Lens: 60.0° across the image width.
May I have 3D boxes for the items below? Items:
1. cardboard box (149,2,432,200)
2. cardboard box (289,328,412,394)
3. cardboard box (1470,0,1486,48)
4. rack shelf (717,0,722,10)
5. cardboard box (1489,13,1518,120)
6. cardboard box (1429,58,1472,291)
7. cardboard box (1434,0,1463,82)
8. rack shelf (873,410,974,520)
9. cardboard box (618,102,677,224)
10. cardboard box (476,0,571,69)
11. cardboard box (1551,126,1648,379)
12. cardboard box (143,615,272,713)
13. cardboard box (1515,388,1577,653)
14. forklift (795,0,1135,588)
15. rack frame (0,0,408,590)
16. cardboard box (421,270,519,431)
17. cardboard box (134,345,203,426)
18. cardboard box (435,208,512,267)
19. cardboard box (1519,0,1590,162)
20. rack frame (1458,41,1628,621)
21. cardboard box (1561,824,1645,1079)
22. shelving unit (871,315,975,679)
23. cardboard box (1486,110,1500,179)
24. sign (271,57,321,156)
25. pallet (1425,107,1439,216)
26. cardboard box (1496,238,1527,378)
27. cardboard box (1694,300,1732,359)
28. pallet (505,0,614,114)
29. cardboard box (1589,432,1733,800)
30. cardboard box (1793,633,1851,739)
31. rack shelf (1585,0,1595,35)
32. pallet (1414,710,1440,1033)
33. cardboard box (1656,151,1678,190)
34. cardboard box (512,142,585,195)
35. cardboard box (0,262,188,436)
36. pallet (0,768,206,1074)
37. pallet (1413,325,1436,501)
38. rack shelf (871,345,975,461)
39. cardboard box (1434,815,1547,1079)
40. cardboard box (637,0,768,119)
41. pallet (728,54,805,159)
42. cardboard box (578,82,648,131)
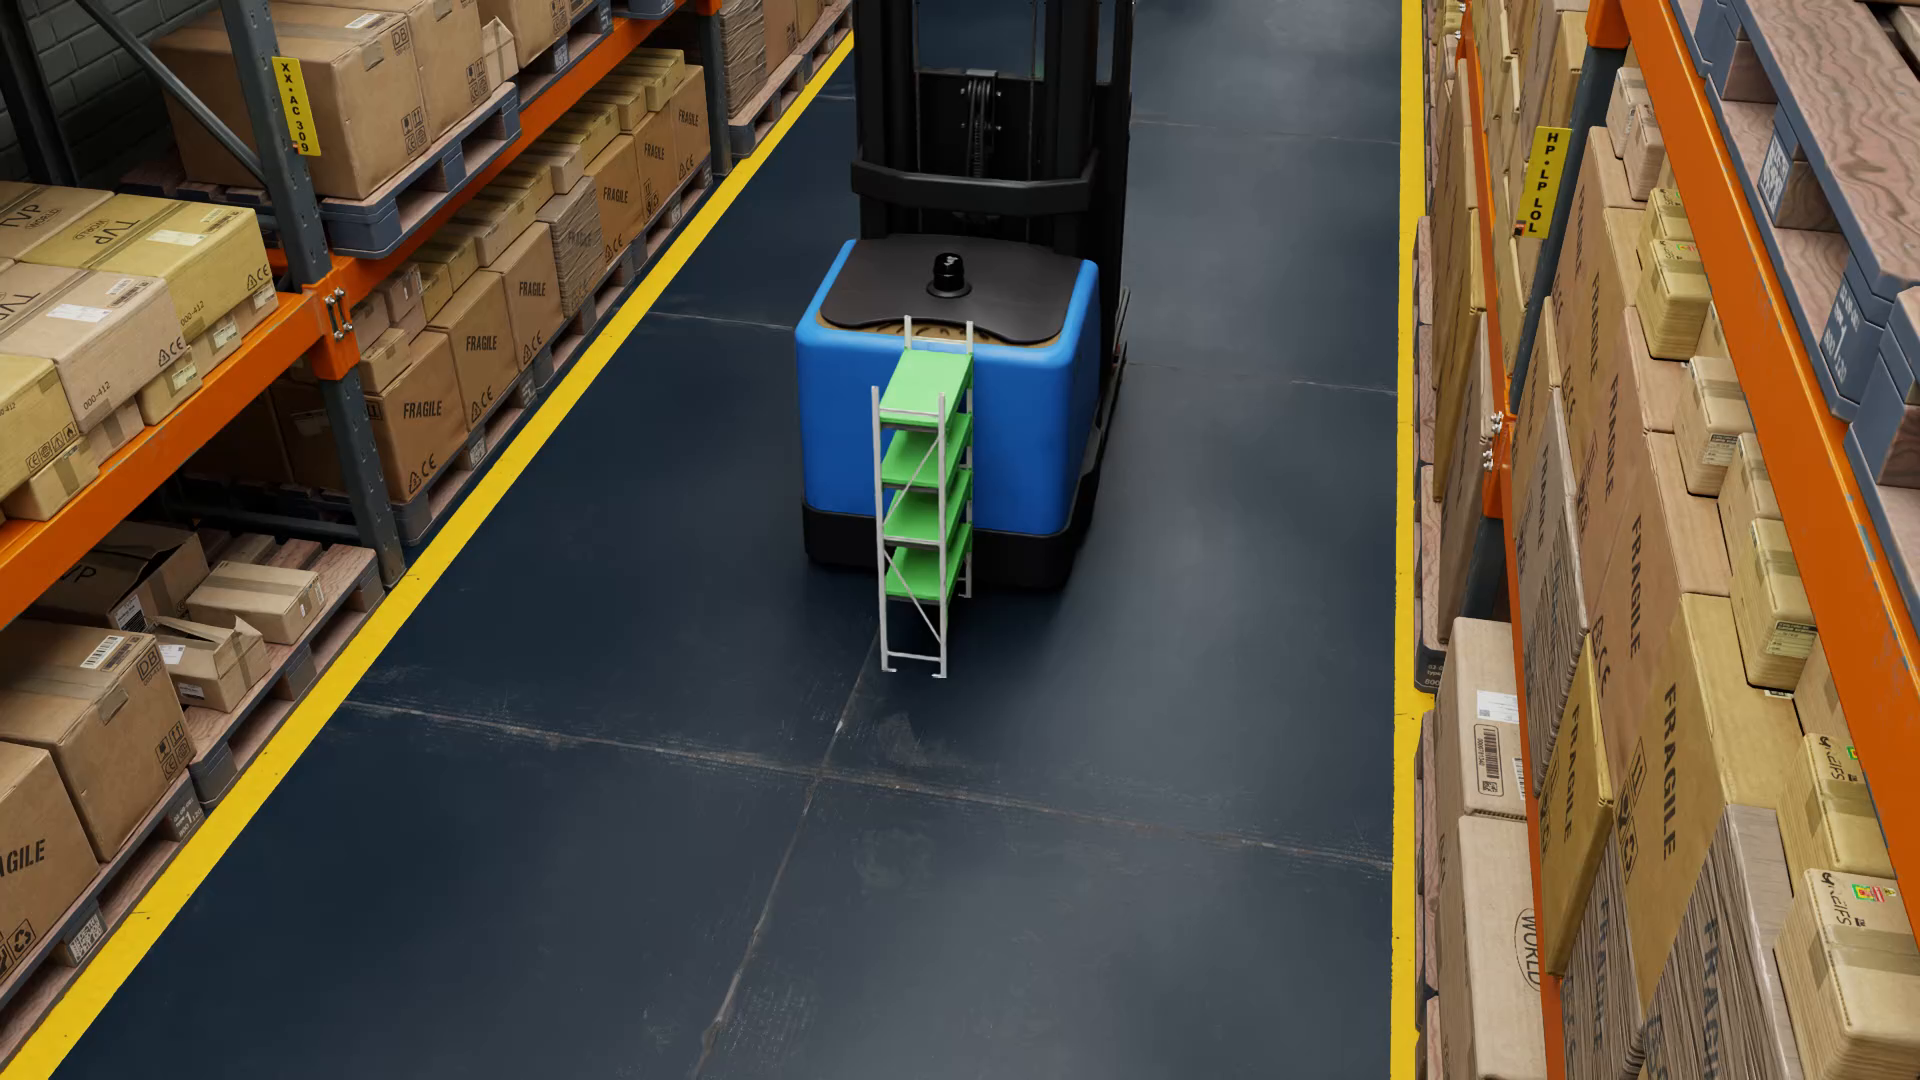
[{"bbox_3d":[-2.365,-1.577,5.927,0.700,0.500,0.500,8,37,11],"label":"cardboard box"},{"bbox_3d":[-2.350,-0.710,6.393,0.380,0.149,0.250,9,37,12],"label":"cardboard box"},{"bbox_3d":[2.667,-2.481,7.745,0.500,0.250,0.500,7,36,9],"label":"cardboard box"},{"bbox_3d":[-1.405,-4.266,10.693,1.077,0.370,4.000,7,37,10],"label":"rack shelf"},{"bbox_3d":[2.317,-1.803,6.384,0.500,0.250,0.500,8,37,11],"label":"cardboard box"},{"bbox_3d":[2.789,-1.715,8.013,0.875,0.875,0.875,7,37,10],"label":"cardboard box"},{"bbox_3d":[3.465,-3.077,10.321,0.950,0.372,0.625,8,37,12],"label":"cardboard box"},{"bbox_3d":[-0.120,-0.280,5.813,0.258,0.148,0.480,7,36,9],"label":"rack shelf"},{"bbox_3d":[-1.830,-2.014,8.744,0.500,0.500,0.500,7,36,9],"label":"cardboard box"},{"bbox_3d":[-2.087,-2.324,6.958,0.700,0.500,0.500,7,37,10],"label":"cardboard box"},{"bbox_3d":[1.825,-0.700,4.223,0.500,0.500,0.500,8,37,10],"label":"cardboard box"},{"bbox_3d":[-2.595,0.380,5.641,0.396,0.266,0.258,9,37,12],"label":"cardboard box"},{"bbox_3d":[1.696,-0.014,4.128,0.500,0.500,0.500,8,37,10],"label":"cardboard box"},{"bbox_3d":[0.172,-1.865,6.826,1.130,2.935,3.031,7,36,9],"label":"forklift"},{"bbox_3d":[-2.687,-1.117,5.736,1.000,3.000,0.127,7,37,10],"label":"rack frame"},{"bbox_3d":[-2.260,-0.831,7.113,0.500,0.500,0.500,7,36,9],"label":"cardboard box"},{"bbox_3d":[-2.574,-0.497,5.094,0.380,0.149,0.250,8,37,11],"label":"cardboard box"},{"bbox_3d":[-2.188,-1.325,7.241,0.380,0.149,0.250,7,37,10],"label":"cardboard box"},{"bbox_3d":[2.117,-1.528,5.365,0.500,0.500,0.500,8,37,11],"label":"cardboard box"},{"bbox_3d":[2.163,-0.497,4.880,1.000,3.000,0.127,7,37,10],"label":"rack frame"},{"bbox_3d":[1.375,0.864,2.917,0.500,0.500,0.500,8,37,11],"label":"cardboard box"},{"bbox_3d":[-0.120,-0.137,5.917,0.258,1.200,0.503,7,36,9],"label":"shelving unit"},{"bbox_3d":[2.355,-1.601,6.531,0.500,0.250,0.500,7,37,10],"label":"cardboard box"},{"bbox_3d":[-2.155,-1.404,5.394,0.100,0.325,0.005,7,37,10],"label":"sign"},{"bbox_3d":[3.186,-2.109,9.480,1.003,0.211,1.213,7,37,10],"label":"pallet"},{"bbox_3d":[2.013,-0.725,5.323,0.500,0.250,0.500,6,36,9],"label":"cardboard box"},{"bbox_3d":[1.618,-0.318,3.143,0.380,0.149,0.250,7,37,10],"label":"cardboard box"},{"bbox_3d":[-2.243,-2.217,7.417,1.003,0.211,1.213,7,37,10],"label":"pallet"},{"bbox_3d":[1.480,0.170,3.023,0.500,0.500,0.500,7,37,10],"label":"cardboard box"},{"bbox_3d":[1.412,0.270,2.332,0.380,0.149,0.250,7,37,10],"label":"cardboard box"},{"bbox_3d":[2.590,-2.567,5.793,1.077,0.370,4.000,7,37,10],"label":"rack shelf"},{"bbox_3d":[1.924,1.058,5.111,1.003,0.211,1.213,7,37,10],"label":"pallet"},{"bbox_3d":[1.790,-0.756,3.747,0.380,0.149,0.250,7,36,9],"label":"cardboard box"},{"bbox_3d":[-2.001,-1.760,7.841,0.380,0.149,0.250,6,36,8],"label":"cardboard box"},{"bbox_3d":[-2.650,-0.566,4.849,0.500,0.250,0.500,7,37,10],"label":"cardboard box"},{"bbox_3d":[-3.093,1.107,5.043,1.003,0.211,1.213,7,37,10],"label":"pallet"},{"bbox_3d":[2.513,-0.522,7.290,1.003,0.211,1.213,7,37,10],"label":"pallet"},{"bbox_3d":[-0.120,-0.474,5.672,0.258,0.148,0.480,7,36,9],"label":"rack shelf"},{"bbox_3d":[1.734,1.230,4.323,0.875,0.438,0.875,6,36,9],"label":"cardboard box"},{"bbox_3d":[-1.686,-2.975,9.964,0.875,0.625,0.625,8,37,11],"label":"cardboard box"},{"bbox_3d":[-1.618,-2.749,10.363,1.003,0.211,1.213,7,37,10],"label":"pallet"},{"bbox_3d":[-1.818,-2.211,8.463,0.380,0.149,0.250,6,36,8],"label":"cardboard box"}]
